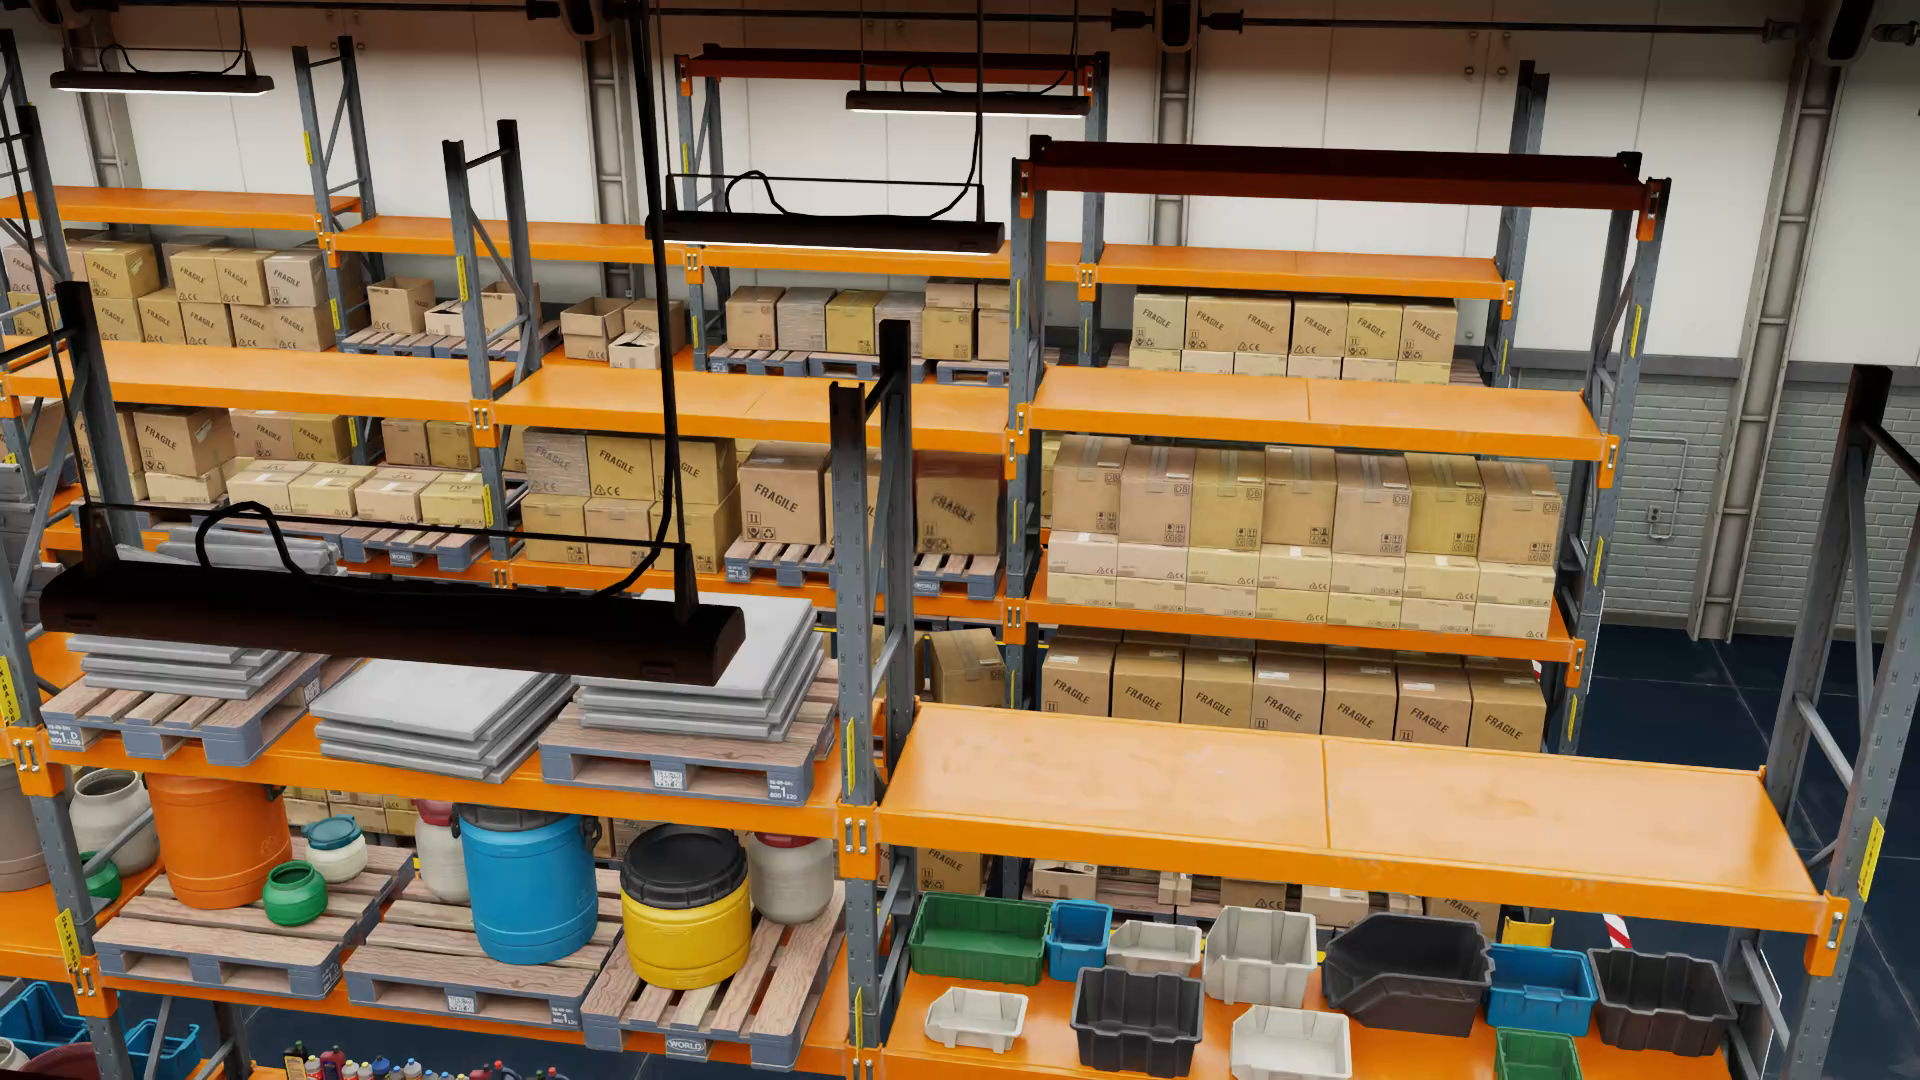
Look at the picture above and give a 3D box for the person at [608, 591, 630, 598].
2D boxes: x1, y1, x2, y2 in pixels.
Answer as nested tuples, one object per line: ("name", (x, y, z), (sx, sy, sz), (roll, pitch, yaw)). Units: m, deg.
("person", (-3.538, 0.694, 16.673), (0.742, 1.643, 0.477), (-5, 24, -11))
